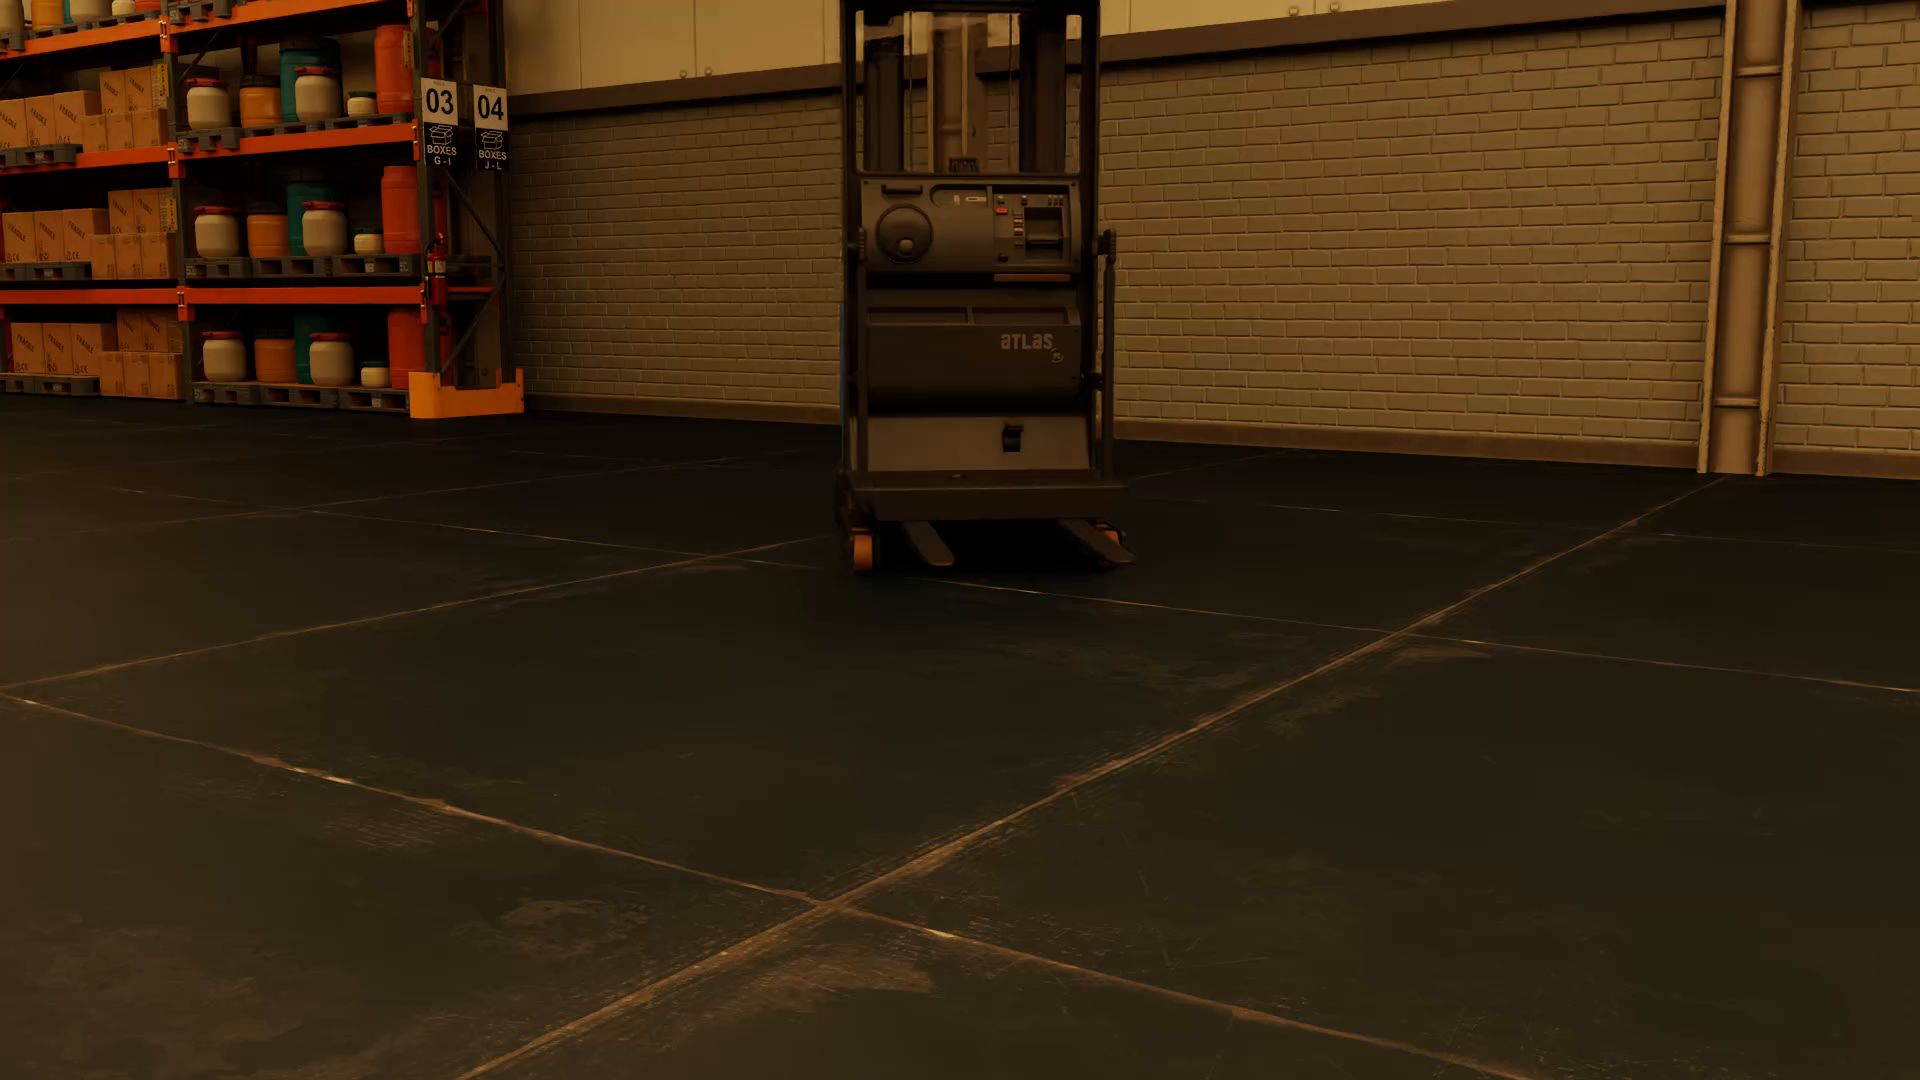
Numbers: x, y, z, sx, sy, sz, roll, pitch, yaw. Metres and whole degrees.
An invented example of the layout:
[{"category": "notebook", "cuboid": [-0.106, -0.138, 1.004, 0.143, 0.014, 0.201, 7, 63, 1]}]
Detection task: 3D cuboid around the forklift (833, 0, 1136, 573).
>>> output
[{"category": "forklift", "cuboid": [0.073, -1.366, 6.797, 1.130, 2.935, 3.031, -1, 8, -6]}]
